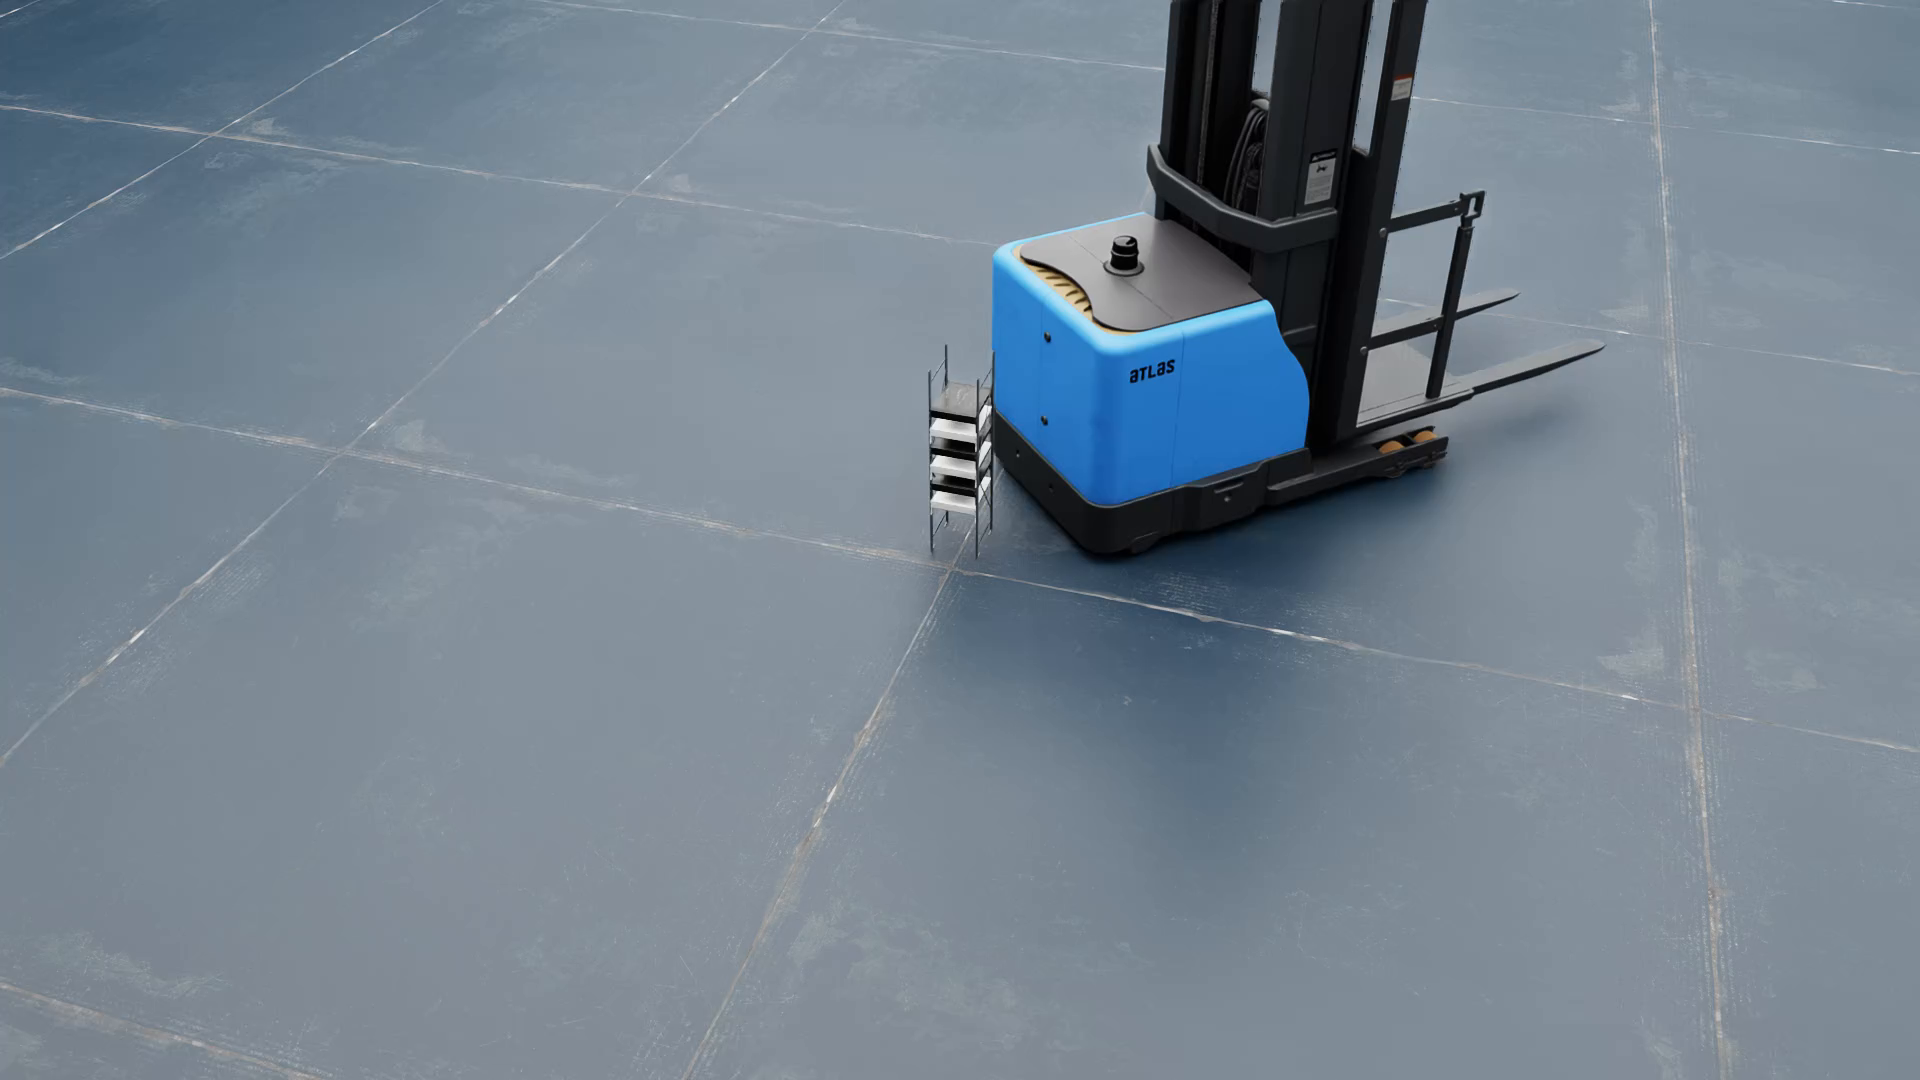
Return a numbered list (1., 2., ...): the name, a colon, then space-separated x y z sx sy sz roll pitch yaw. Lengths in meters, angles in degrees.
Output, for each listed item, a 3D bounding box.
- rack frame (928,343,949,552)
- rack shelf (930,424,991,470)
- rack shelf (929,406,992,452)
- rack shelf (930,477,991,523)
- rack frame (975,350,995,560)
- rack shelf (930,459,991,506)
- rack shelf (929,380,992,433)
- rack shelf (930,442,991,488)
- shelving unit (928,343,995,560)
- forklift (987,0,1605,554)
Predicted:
1. rack frame: -0.089 -0.379 7.006 0.006 0.900 0.240 10 38 14
2. rack shelf: 0.008 -0.407 6.948 0.200 0.077 0.258 10 38 14
3. rack shelf: 0.008 -0.479 6.894 0.200 0.077 0.258 10 38 14
4. rack shelf: 0.008 -0.189 7.108 0.200 0.077 0.258 10 38 14
5. rack frame: 0.105 -0.343 6.957 0.006 0.900 0.240 10 38 14
6. rack shelf: 0.008 -0.262 7.054 0.200 0.077 0.258 10 38 14
7. rack shelf: 0.008 -0.552 6.841 0.200 0.077 0.258 10 38 14
8. rack shelf: 0.008 -0.334 7.001 0.200 0.077 0.258 10 38 14
9. shelving unit: 0.008 -0.361 6.981 0.210 0.900 0.258 10 38 14
10. forklift: 1.677 -1.727 7.124 3.031 2.935 1.130 -17 40 -21
